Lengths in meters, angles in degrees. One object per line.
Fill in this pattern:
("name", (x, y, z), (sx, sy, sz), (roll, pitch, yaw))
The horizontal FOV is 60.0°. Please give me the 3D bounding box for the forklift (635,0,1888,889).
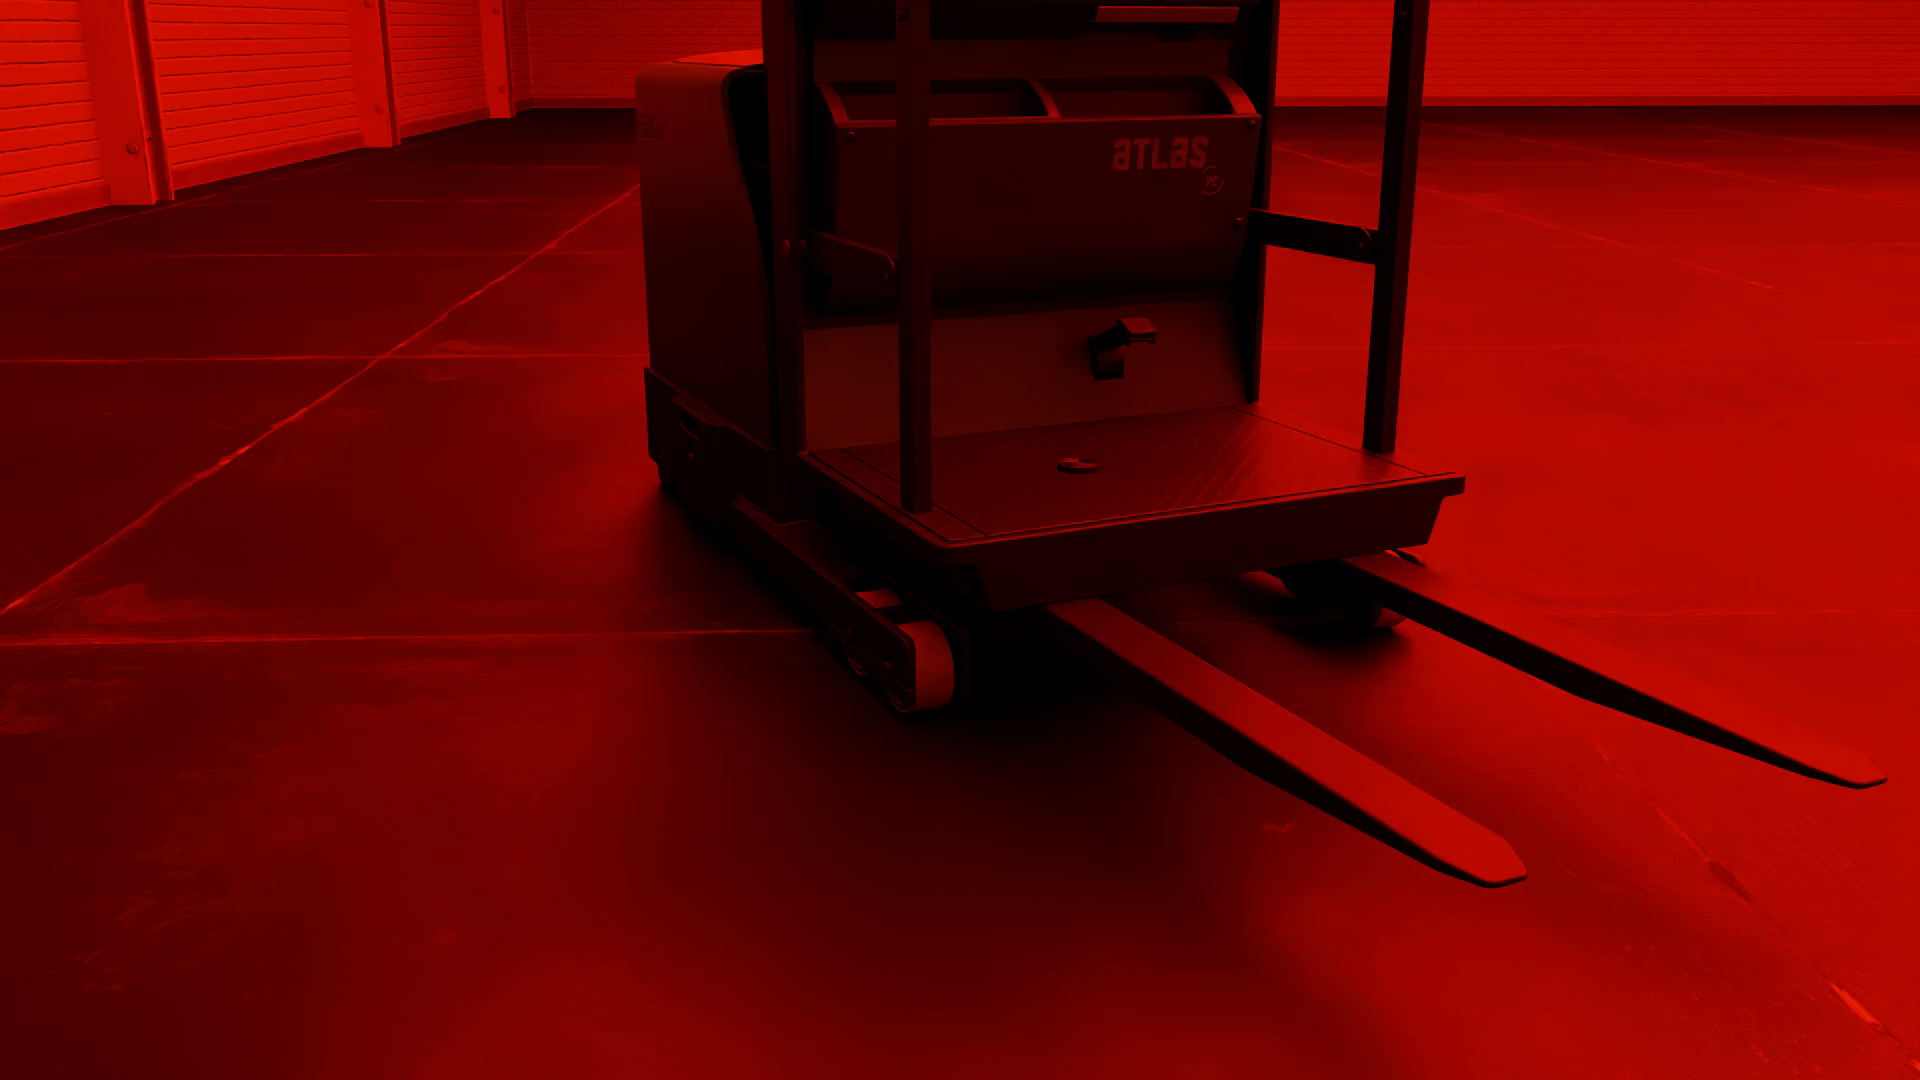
("forklift", (0.258, -1.240, 2.962), (1.130, 2.935, 3.031), (-8, 19, -24))
